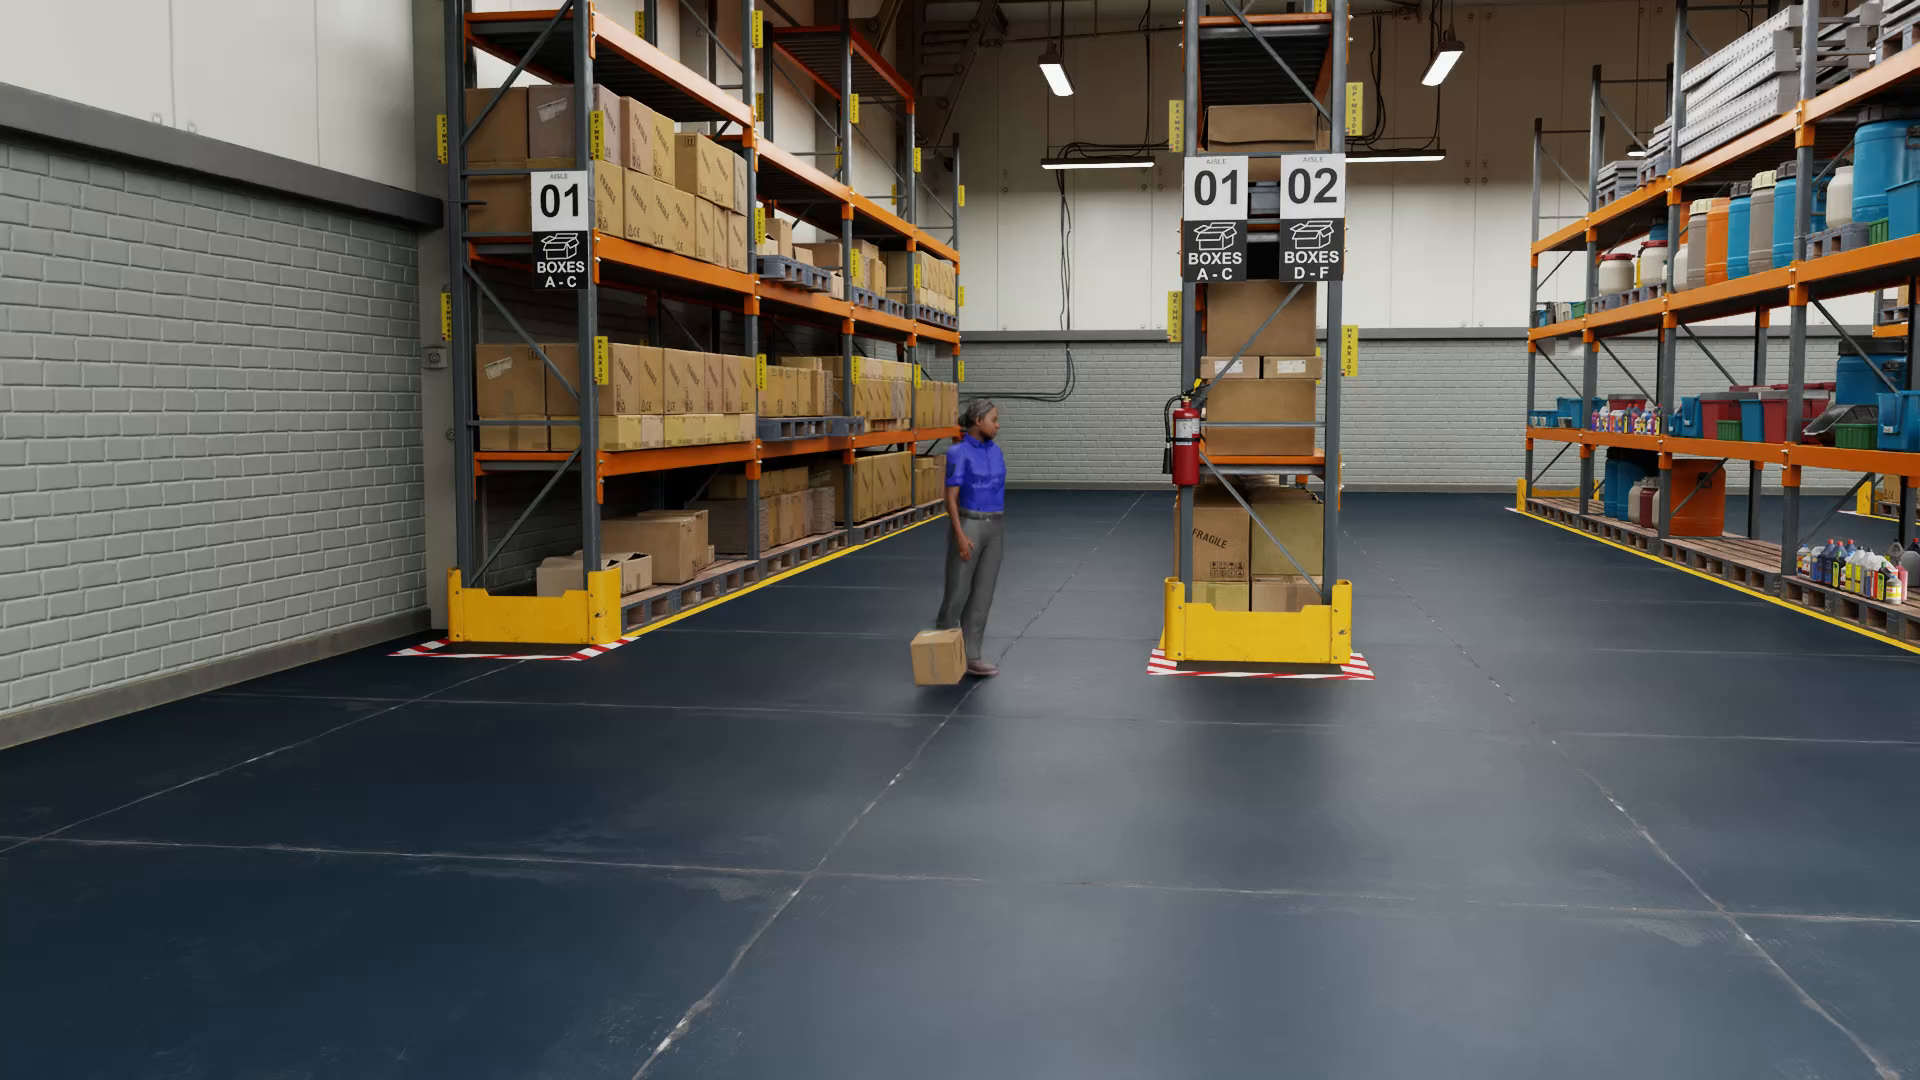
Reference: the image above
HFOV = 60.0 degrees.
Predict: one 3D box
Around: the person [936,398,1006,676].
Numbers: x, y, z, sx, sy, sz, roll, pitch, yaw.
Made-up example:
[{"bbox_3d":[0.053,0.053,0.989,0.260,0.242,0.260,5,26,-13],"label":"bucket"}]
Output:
[{"bbox_3d":[0.031,-0.012,9.908,0.613,1.663,0.402,-4,6,-42],"label":"person"}]
